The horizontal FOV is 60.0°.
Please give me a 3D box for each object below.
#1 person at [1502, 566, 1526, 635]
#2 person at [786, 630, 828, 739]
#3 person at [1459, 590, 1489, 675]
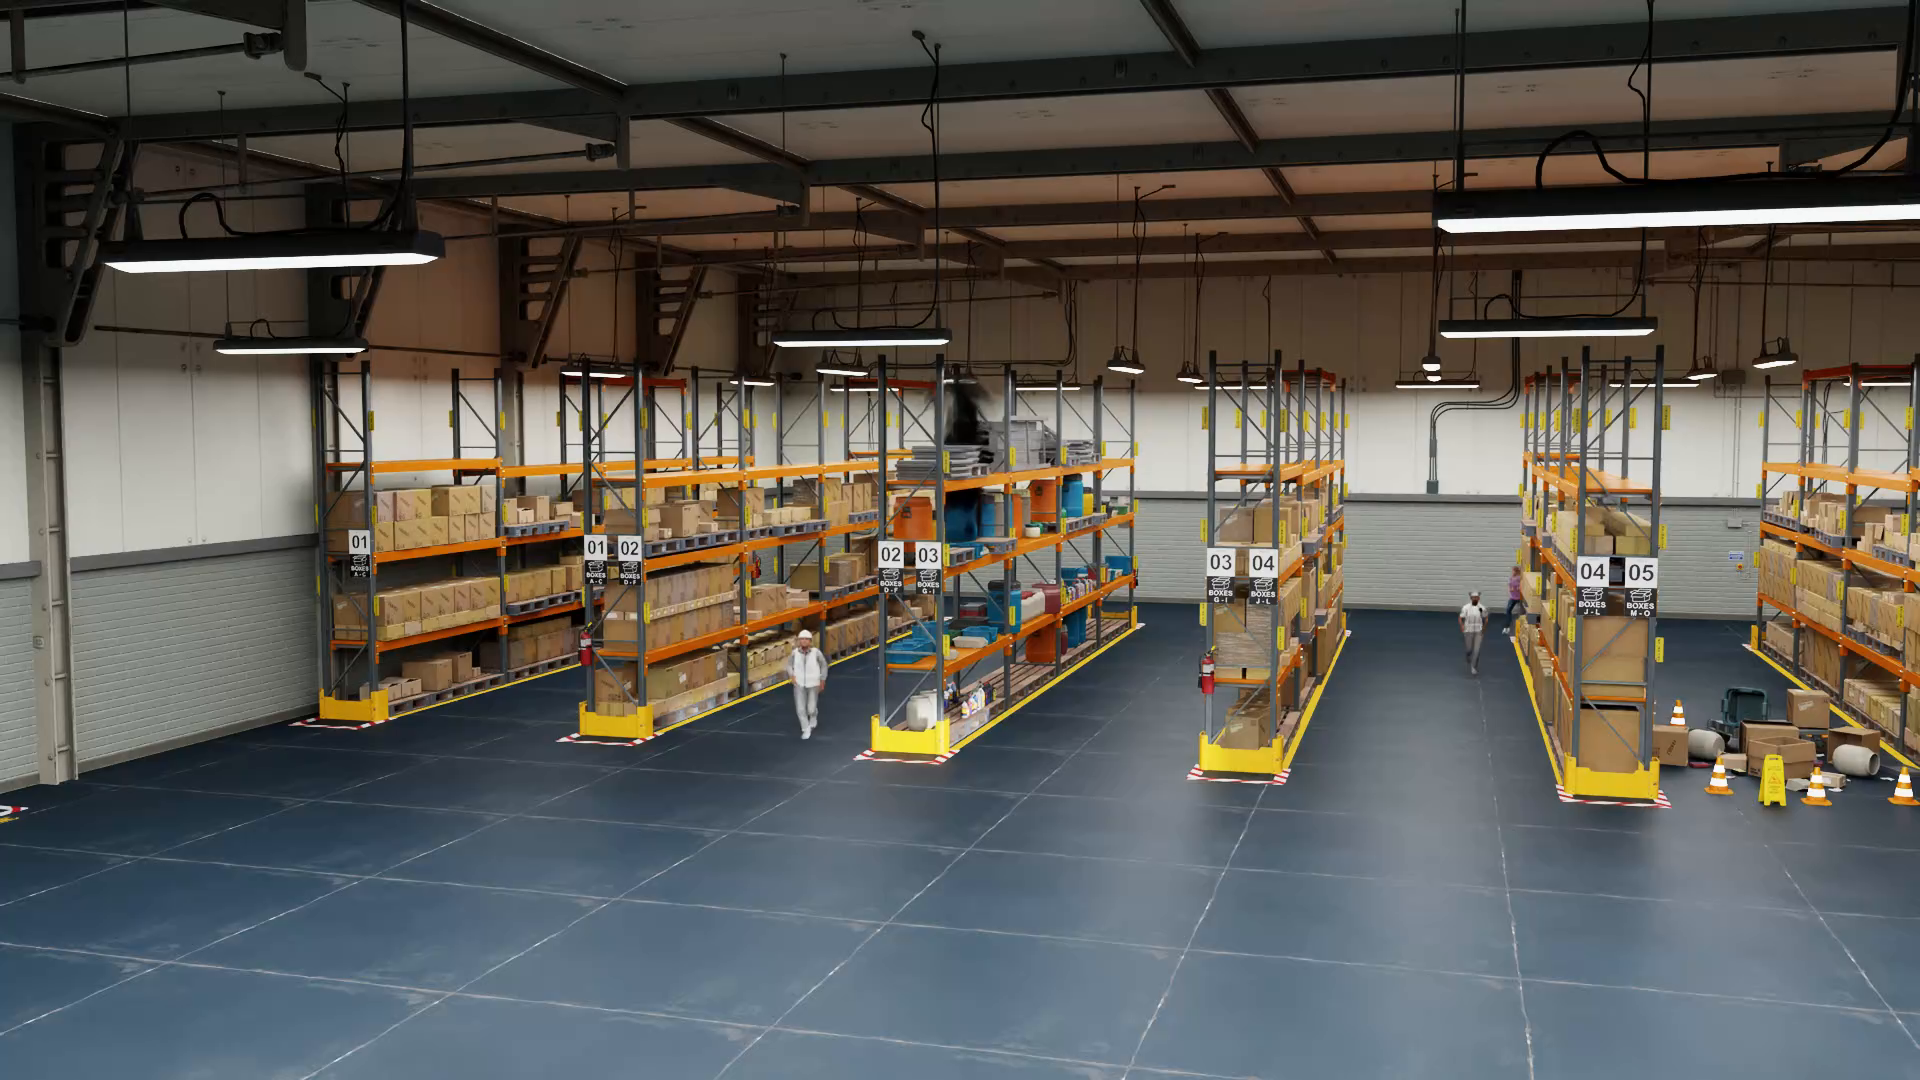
[{"bbox_3d":[13.189,1.428,39.214,0.974,1.604,0.496,-2,5,-30],"label":"person"},{"bbox_3d":[-2.426,2.278,26.278,0.659,1.722,0.603,0,4,2],"label":"person"},{"bbox_3d":[10.236,1.820,33.117,0.585,1.667,0.604,1,4,11],"label":"person"}]
